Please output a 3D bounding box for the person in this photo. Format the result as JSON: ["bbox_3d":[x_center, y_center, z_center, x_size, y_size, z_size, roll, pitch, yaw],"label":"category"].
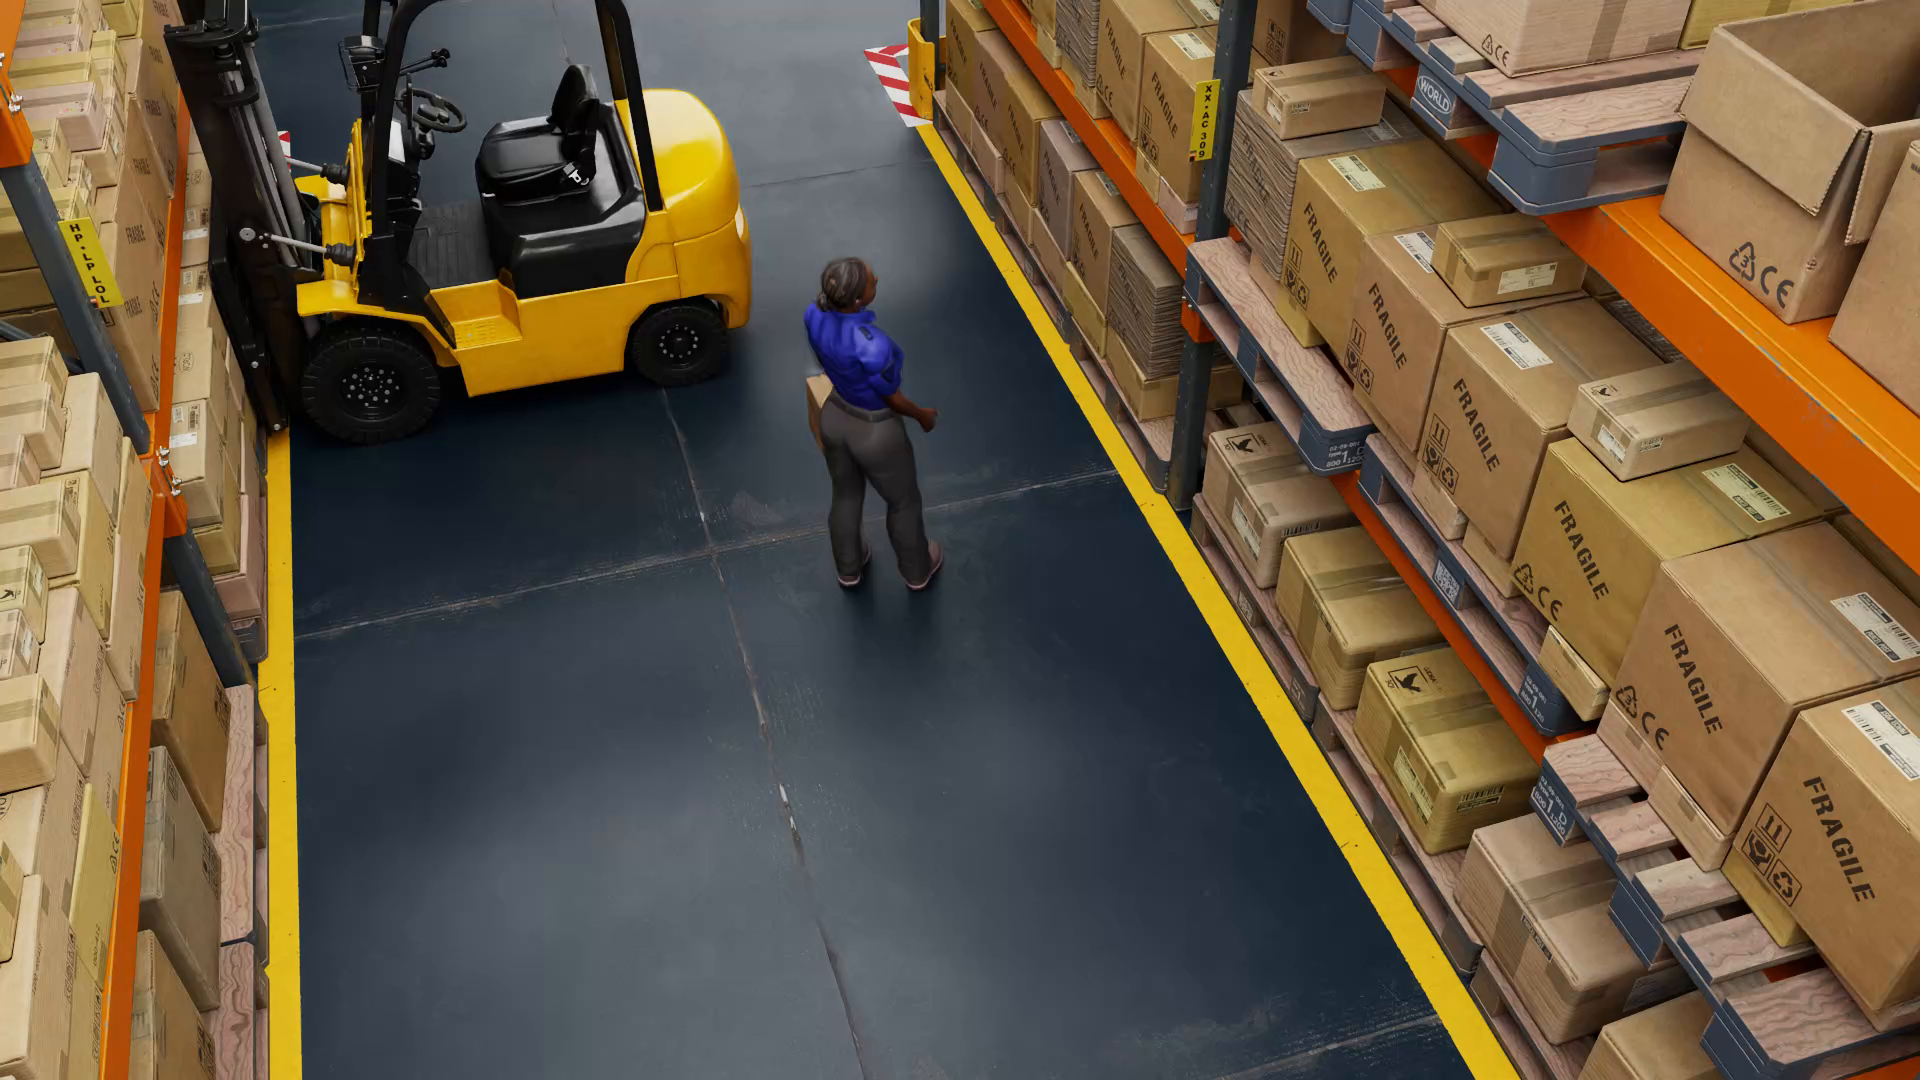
[{"bbox_3d":[-0.344,-0.484,6.678,0.480,1.658,0.497,30,50,28],"label":"person"}]
